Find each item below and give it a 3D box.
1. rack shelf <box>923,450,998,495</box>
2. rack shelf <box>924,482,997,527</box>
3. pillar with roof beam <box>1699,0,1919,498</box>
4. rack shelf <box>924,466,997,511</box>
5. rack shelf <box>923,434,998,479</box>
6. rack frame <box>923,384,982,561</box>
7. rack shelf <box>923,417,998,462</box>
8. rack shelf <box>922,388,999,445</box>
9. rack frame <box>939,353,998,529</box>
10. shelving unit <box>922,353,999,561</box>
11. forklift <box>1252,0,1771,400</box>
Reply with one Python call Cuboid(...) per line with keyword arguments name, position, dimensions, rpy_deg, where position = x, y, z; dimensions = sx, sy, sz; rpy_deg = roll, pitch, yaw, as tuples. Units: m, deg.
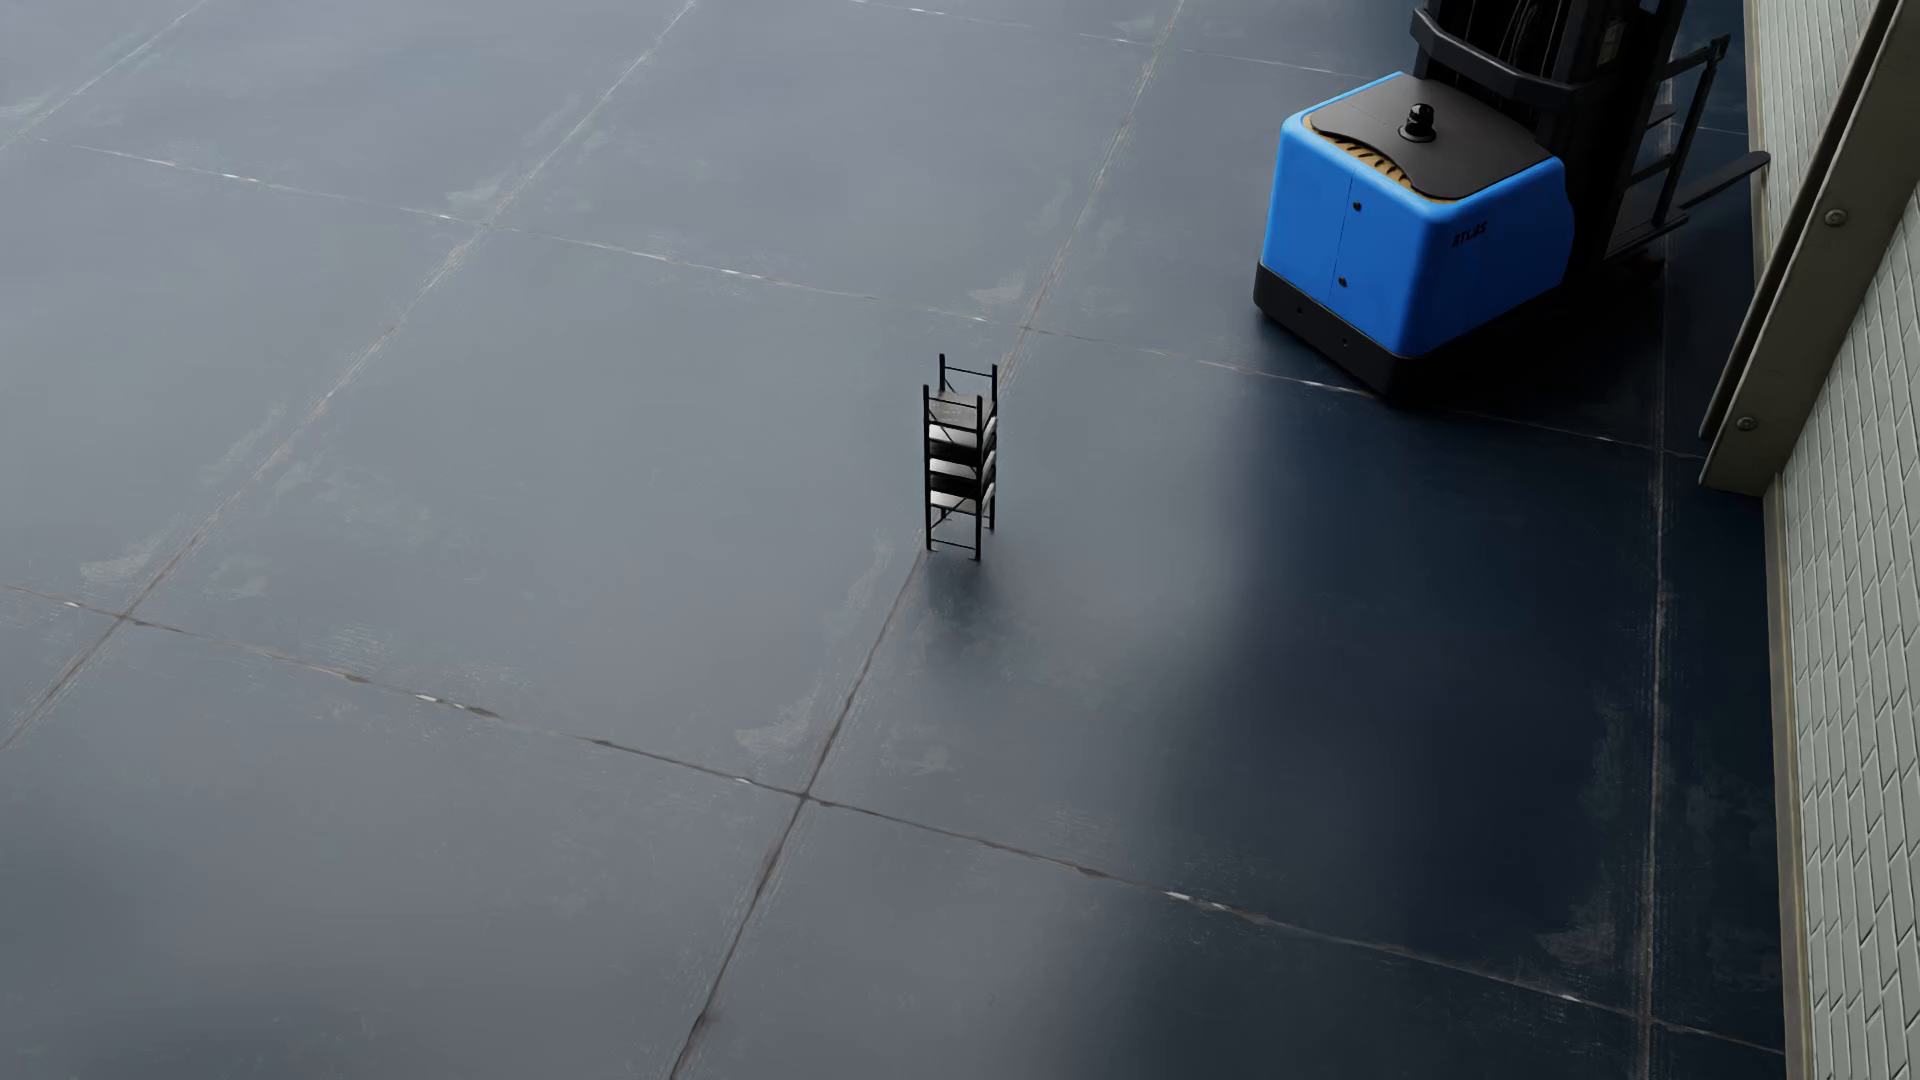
Cuboid(name="rack shelf", position=(0.002, -0.303, 6.863), dimensions=(0.258, 0.077, 0.200), rpy_deg=(13, 46, 13))
Cuboid(name="rack shelf", position=(0.002, -0.175, 6.989), dimensions=(0.258, 0.077, 0.200), rpy_deg=(13, 46, 13))
Cuboid(name="pillar with roof beam", position=(-0.608, -4.472, 5.285), dimensions=(9.100, 9.000, 0.400), rpy_deg=(13, 46, 13))
Cuboid(name="rack shelf", position=(0.002, -0.239, 6.926), dimensions=(0.258, 0.077, 0.200), rpy_deg=(13, 46, 13))
Cuboid(name="rack shelf", position=(0.002, -0.368, 6.800), dimensions=(0.258, 0.077, 0.200), rpy_deg=(13, 46, 13))
Cuboid(name="rack frame", position=(-0.028, -0.259, 6.771), dimensions=(0.240, 0.900, 0.006), rpy_deg=(13, 46, 13))
Cuboid(name="rack shelf", position=(0.002, -0.432, 6.737), dimensions=(0.258, 0.077, 0.200), rpy_deg=(13, 46, 13))
Cuboid(name="rack shelf", position=(0.002, -0.496, 6.674), dimensions=(0.258, 0.077, 0.200), rpy_deg=(13, 46, 13))
Cuboid(name="rack frame", position=(0.033, -0.395, 6.909), dimensions=(0.240, 0.900, 0.006), rpy_deg=(13, 46, 13))
Cuboid(name="shelving unit", position=(0.002, -0.327, 6.840), dimensions=(0.258, 0.900, 0.210), rpy_deg=(13, 46, 13))
Cuboid(name="forklift", position=(2.949, -2.529, 7.637), dimensions=(3.031, 2.935, 1.130), rpy_deg=(-27, 50, -25))
